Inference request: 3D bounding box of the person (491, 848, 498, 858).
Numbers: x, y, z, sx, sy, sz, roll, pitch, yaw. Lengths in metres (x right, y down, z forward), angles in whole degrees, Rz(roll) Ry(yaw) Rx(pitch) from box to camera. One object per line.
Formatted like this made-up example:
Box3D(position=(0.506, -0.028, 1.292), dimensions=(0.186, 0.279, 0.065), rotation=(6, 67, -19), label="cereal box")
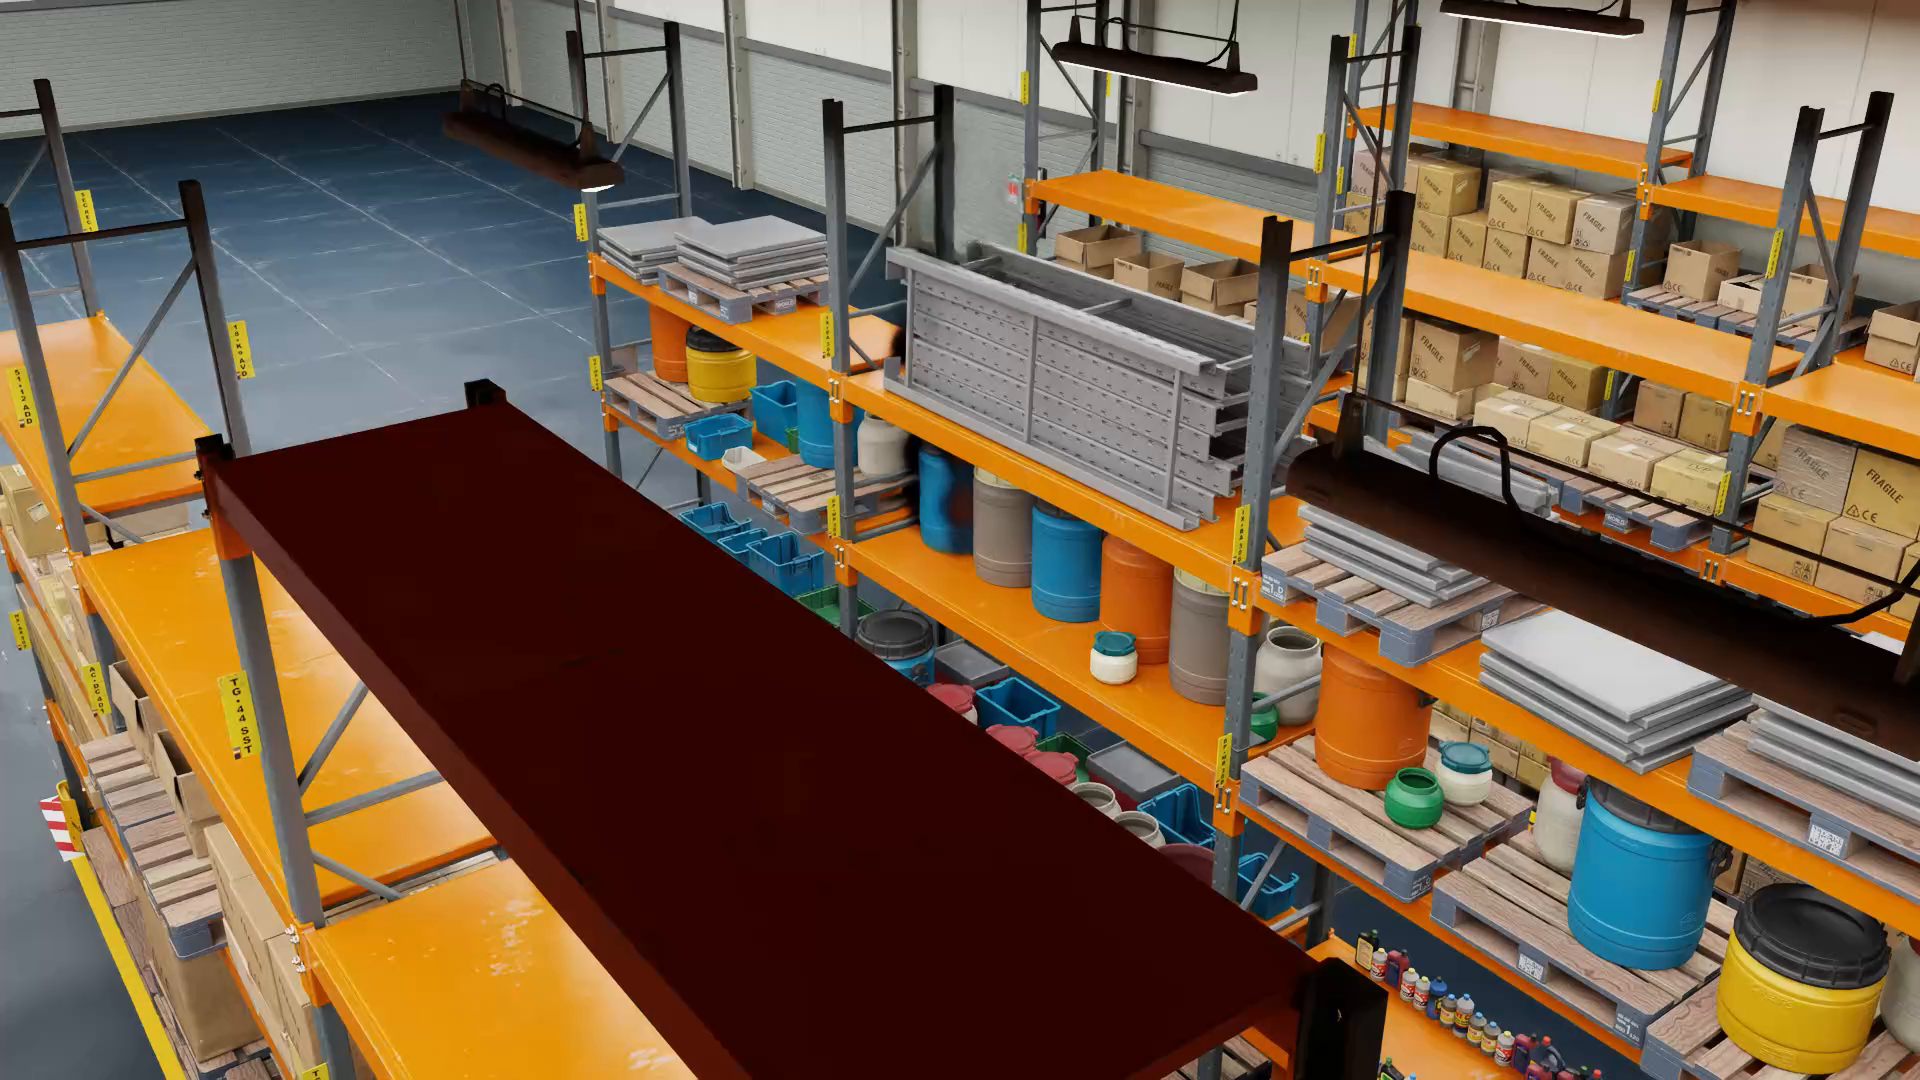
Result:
Box3D(position=(-3.556, 2.060, 11.938), dimensions=(0.553, 1.757, 0.665), rotation=(-19, 31, -35), label="person")
